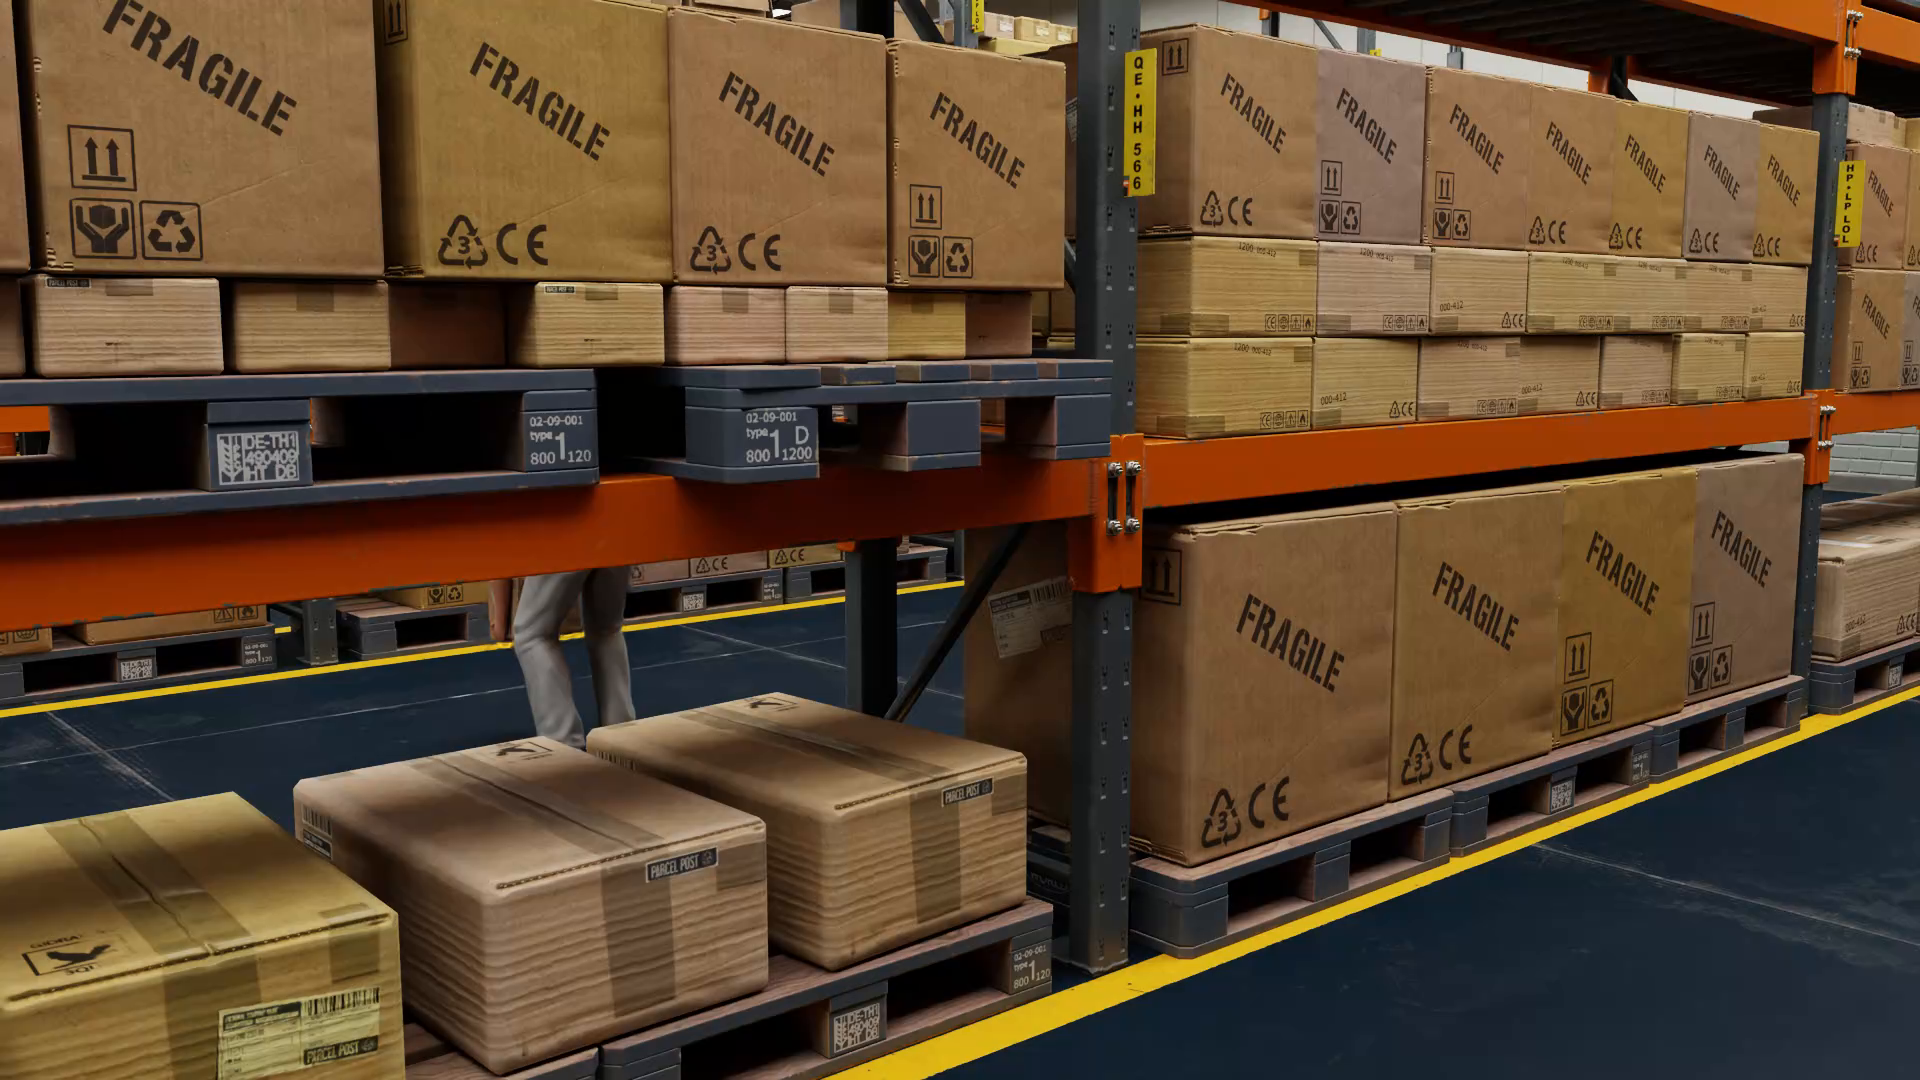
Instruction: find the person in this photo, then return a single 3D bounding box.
[{"bbox_3d":[-1.521,0.193,6.151,0.417,1.202,0.853,-7,10,-42],"label":"person"}]
